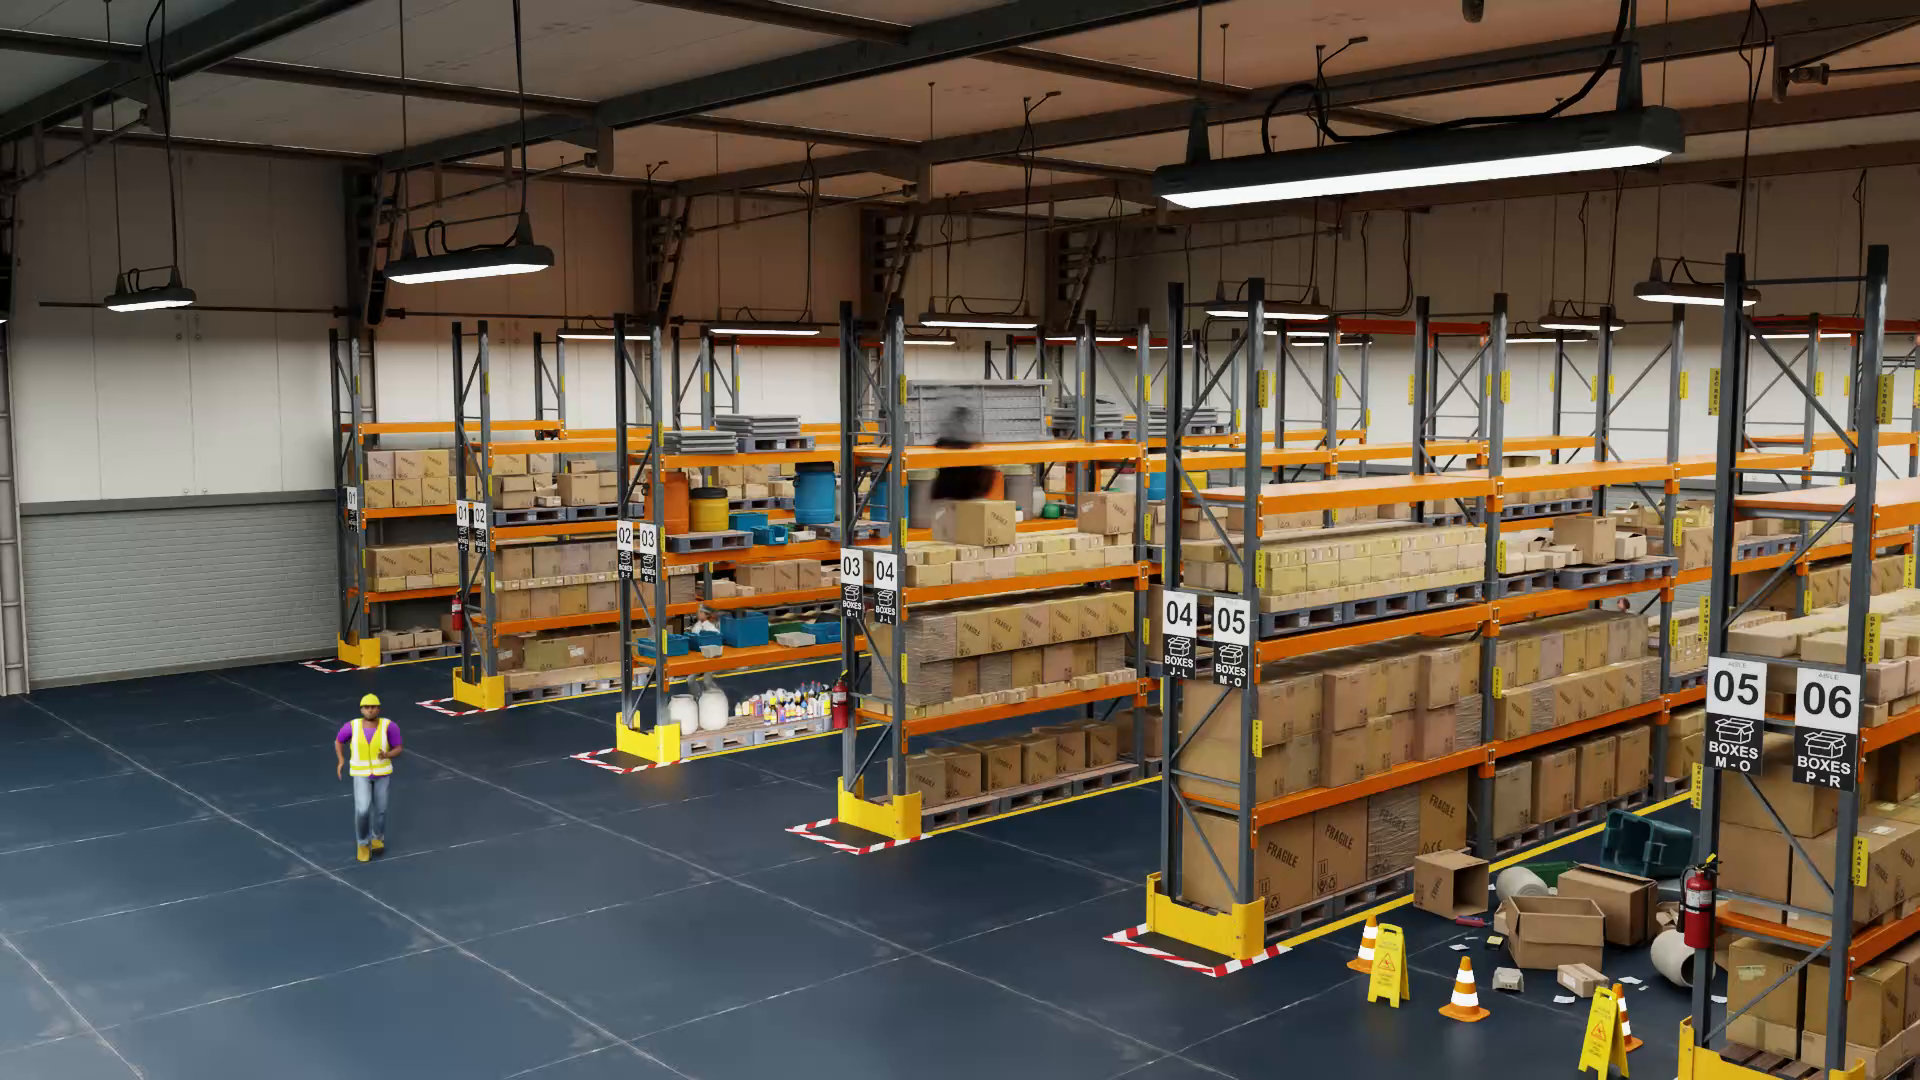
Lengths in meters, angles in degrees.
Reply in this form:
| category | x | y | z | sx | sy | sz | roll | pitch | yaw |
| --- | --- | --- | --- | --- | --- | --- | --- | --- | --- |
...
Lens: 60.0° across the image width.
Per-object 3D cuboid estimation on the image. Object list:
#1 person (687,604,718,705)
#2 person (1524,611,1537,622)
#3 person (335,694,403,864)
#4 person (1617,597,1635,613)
| category | x | y | z | sx | sy | sz | roll | pitch | yaw |
| --- | --- | --- | --- | --- | --- | --- | --- | --- | --- |
| person | -3.915 | 1.837 | 25.400 | 0.603 | 1.756 | 0.629 | 5 | 7 | 40 |
| person | 8.670 | 1.865 | 25.284 | 0.746 | 1.699 | 0.554 | -5 | 7 | -39 |
| person | -6.293 | 2.539 | 17.765 | 0.670 | 1.801 | 0.728 | -2 | 6 | -23 |
| person | 10.915 | 1.709 | 27.275 | 0.610 | 1.564 | 0.557 | -5 | 7 | -40 |
